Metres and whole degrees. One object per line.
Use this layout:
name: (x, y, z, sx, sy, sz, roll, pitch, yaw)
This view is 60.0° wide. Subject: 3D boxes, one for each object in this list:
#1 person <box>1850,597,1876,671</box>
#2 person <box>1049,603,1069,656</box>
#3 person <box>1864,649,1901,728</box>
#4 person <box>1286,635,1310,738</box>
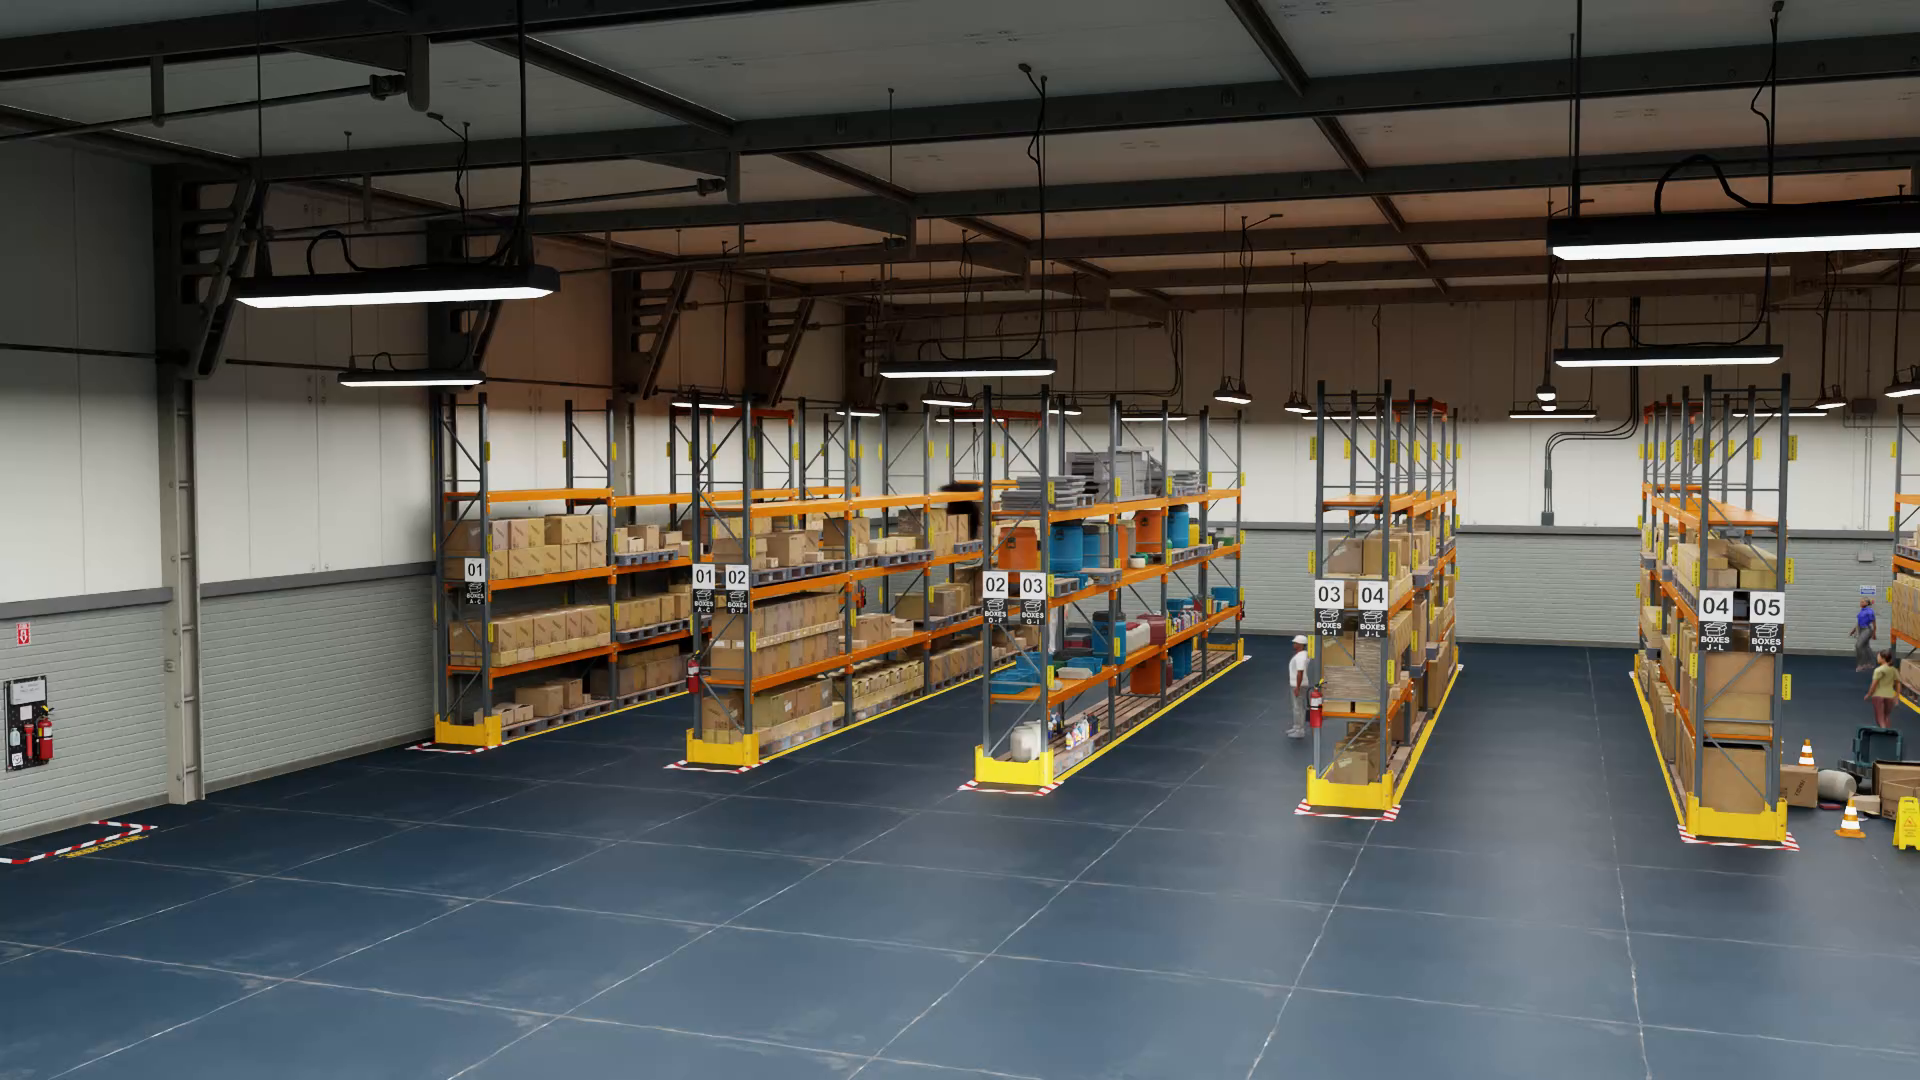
person: (20.716, 2.215, 38.070, 0.584, 1.589, 0.453, 0, 3, 1)
person: (2.242, 1.948, 38.342, 0.549, 1.717, 1.046, 1, 3, 13)
person: (15.471, 2.678, 27.874, 0.517, 1.694, 0.675, 1, 3, 9)
person: (5.944, 2.554, 29.201, 0.406, 1.772, 0.616, 0, 3, 3)
